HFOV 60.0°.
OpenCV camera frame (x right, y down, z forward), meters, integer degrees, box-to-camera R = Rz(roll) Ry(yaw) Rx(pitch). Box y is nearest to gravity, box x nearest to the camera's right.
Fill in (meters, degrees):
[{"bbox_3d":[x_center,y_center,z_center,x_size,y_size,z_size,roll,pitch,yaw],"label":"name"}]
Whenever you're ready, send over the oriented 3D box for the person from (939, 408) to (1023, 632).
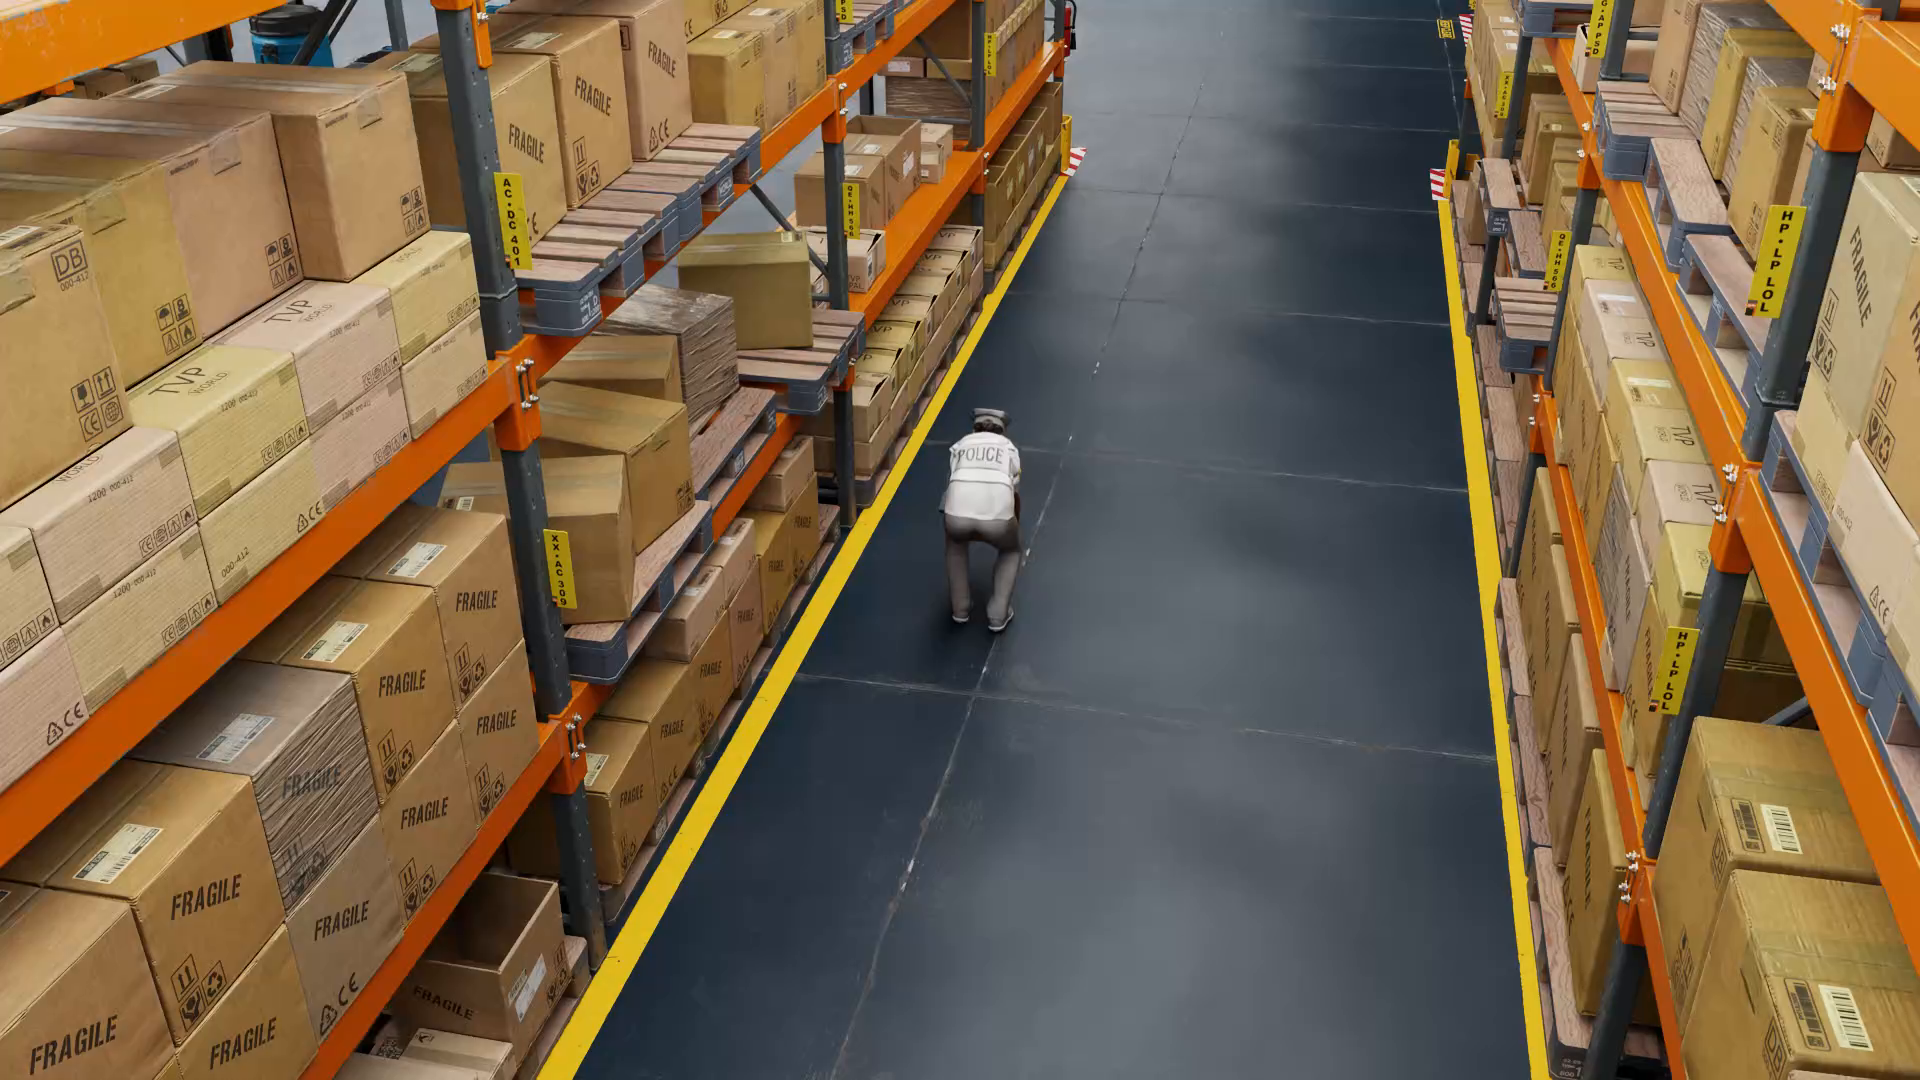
[{"bbox_3d":[0.143,-0.118,9.409,0.443,1.102,0.930,4,29,7],"label":"person"}]
